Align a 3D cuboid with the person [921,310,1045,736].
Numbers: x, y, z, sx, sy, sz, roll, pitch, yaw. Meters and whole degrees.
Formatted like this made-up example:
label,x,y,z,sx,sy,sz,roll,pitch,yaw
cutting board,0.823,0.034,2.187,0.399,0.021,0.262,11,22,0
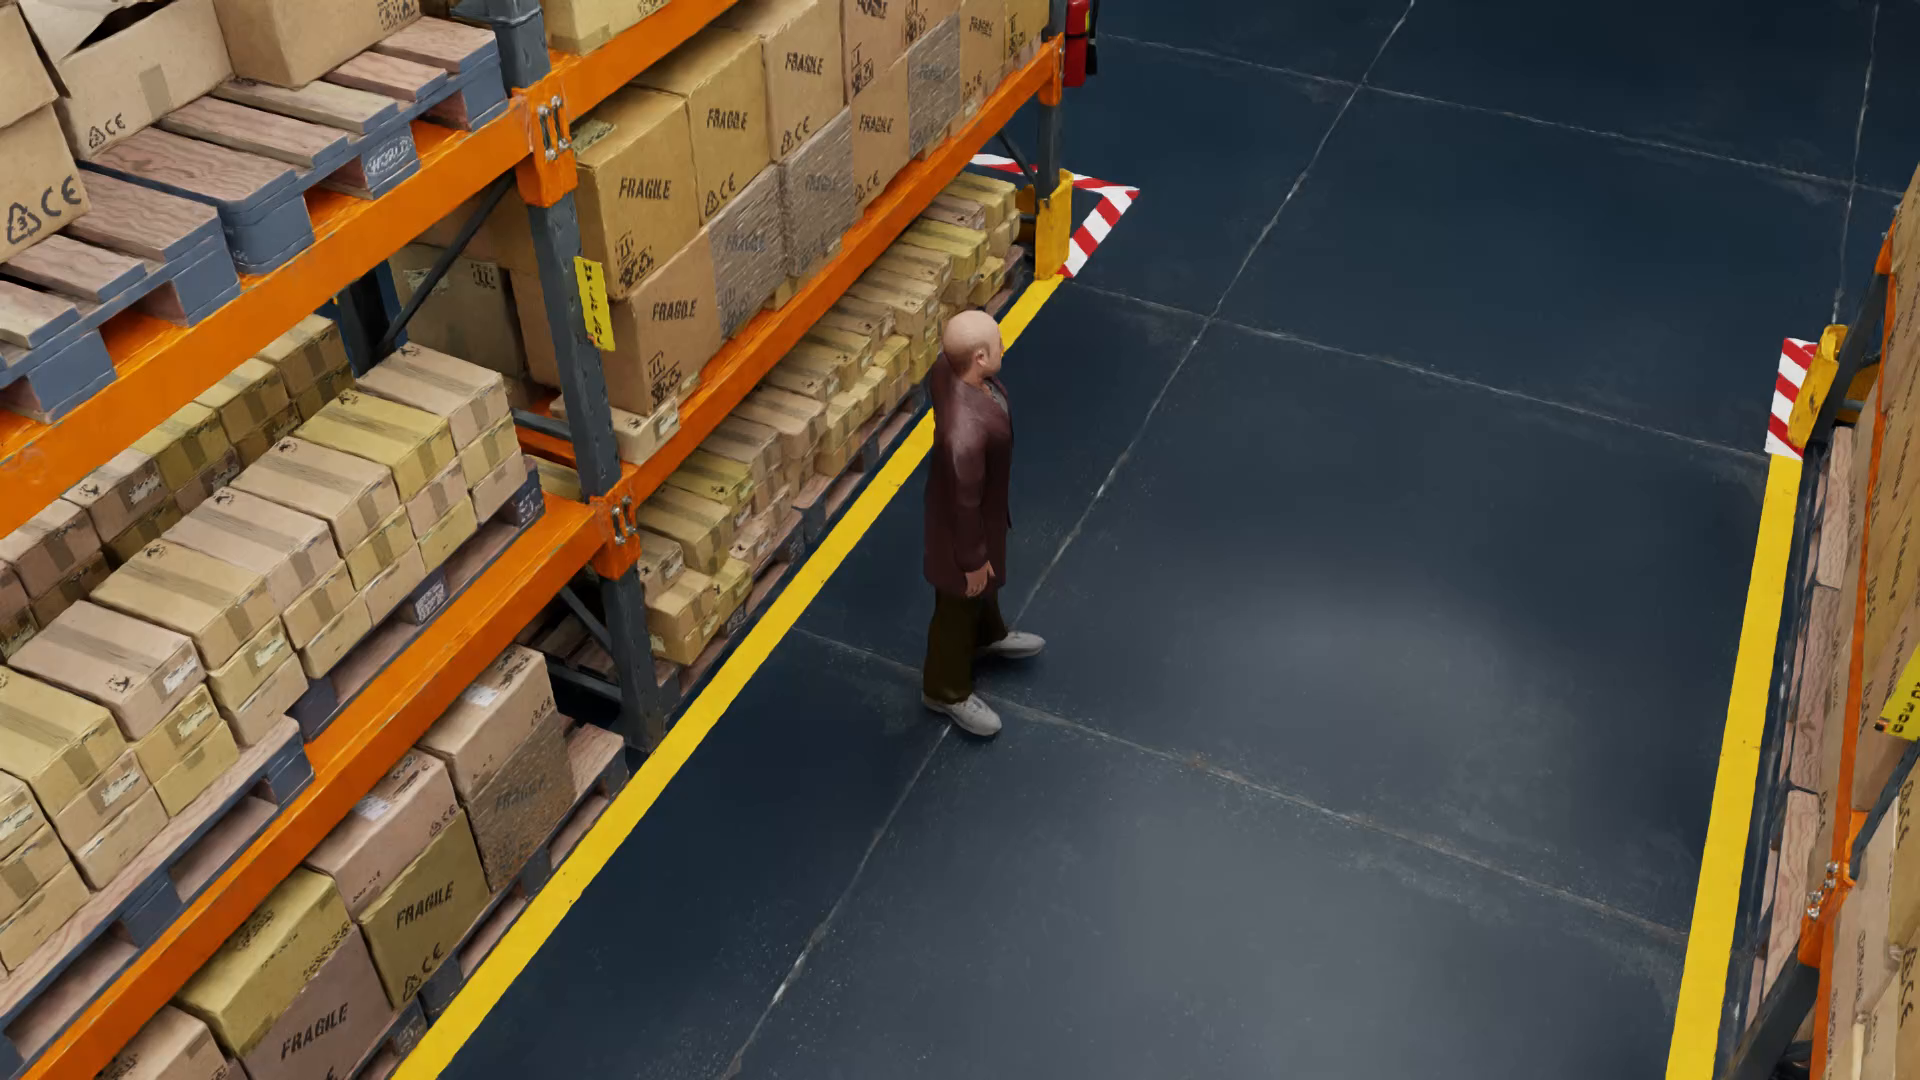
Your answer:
label,x,y,z,sx,sy,sz,roll,pitch,yaw
person,0.098,-0.094,6.229,0.517,1.790,0.650,-1,41,-1
